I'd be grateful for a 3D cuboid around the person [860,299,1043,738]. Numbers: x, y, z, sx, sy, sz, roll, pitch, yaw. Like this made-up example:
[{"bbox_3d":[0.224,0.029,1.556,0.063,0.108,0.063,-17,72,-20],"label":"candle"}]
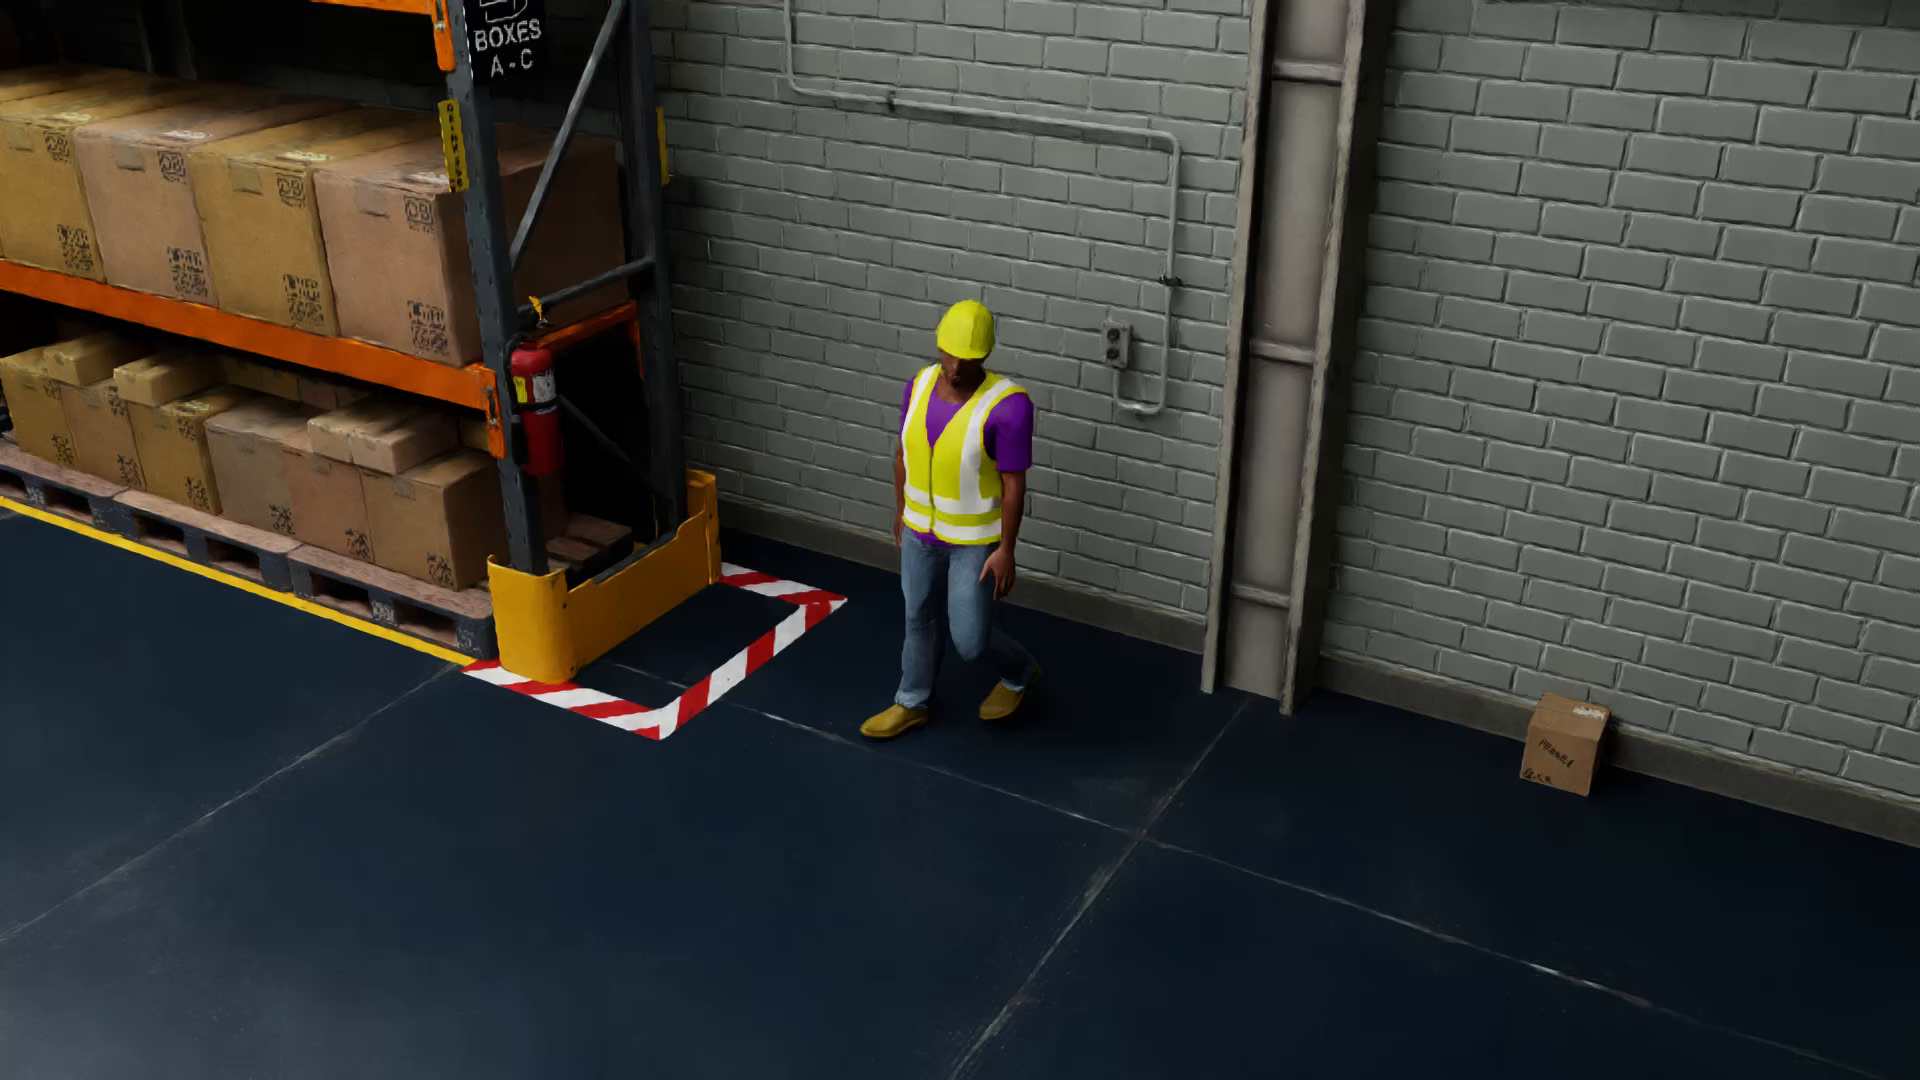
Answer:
[{"bbox_3d":[-0.005,-0.049,6.155,0.608,1.764,0.580,19,32,33],"label":"person"}]
